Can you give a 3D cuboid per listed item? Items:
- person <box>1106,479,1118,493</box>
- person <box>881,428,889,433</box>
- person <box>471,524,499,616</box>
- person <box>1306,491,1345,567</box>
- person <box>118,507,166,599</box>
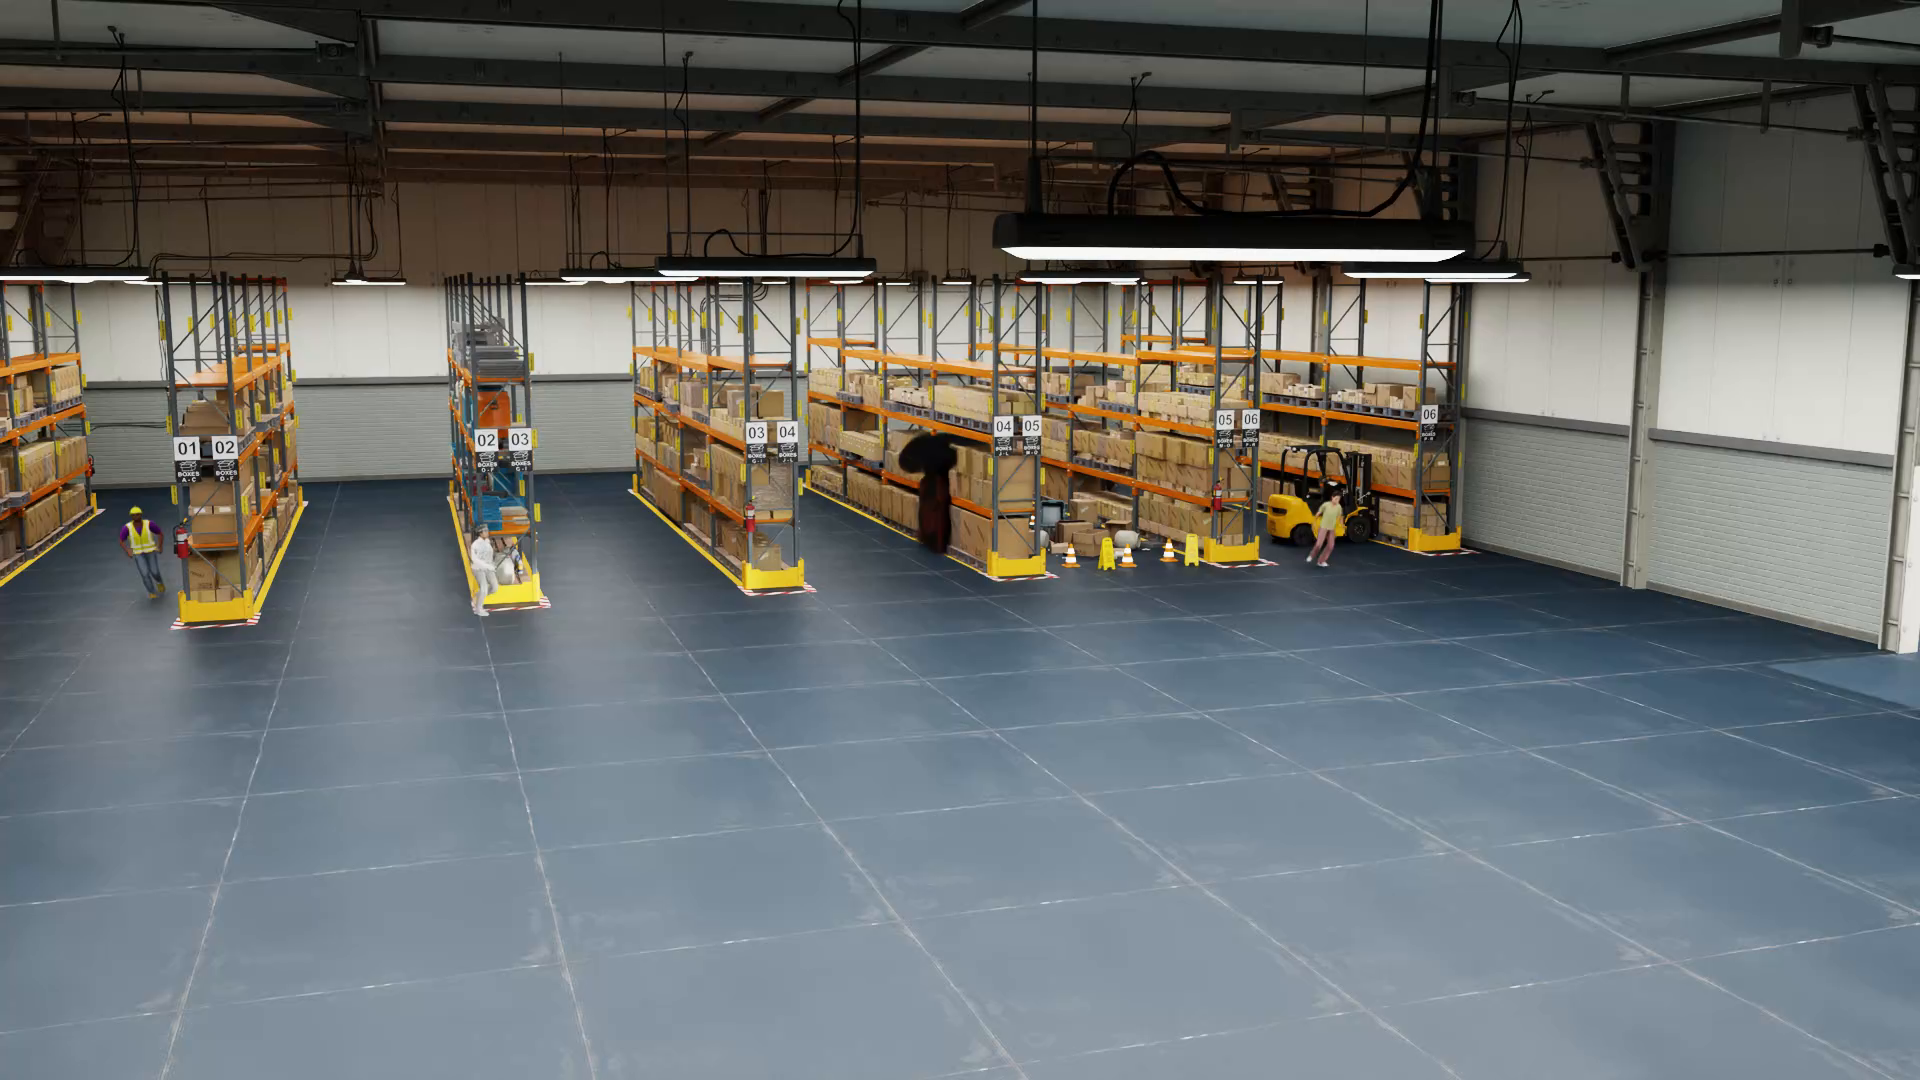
[{"bbox_3d":[4.136,-1.964,45.440,0.714,1.725,0.638,-4,9,-22],"label":"person"},{"bbox_3d":[-2.101,-2.408,48.109,0.685,1.716,0.605,-1,9,-9],"label":"person"},{"bbox_3d":[-8.356,0.519,29.265,0.558,1.644,0.591,3,9,21],"label":"person"},{"bbox_3d":[7.561,-0.242,34.332,0.710,1.595,0.604,-1,9,-10],"label":"person"},{"bbox_3d":[-15.205,0.234,30.902,0.755,1.723,0.571,-3,9,-20],"label":"person"}]
